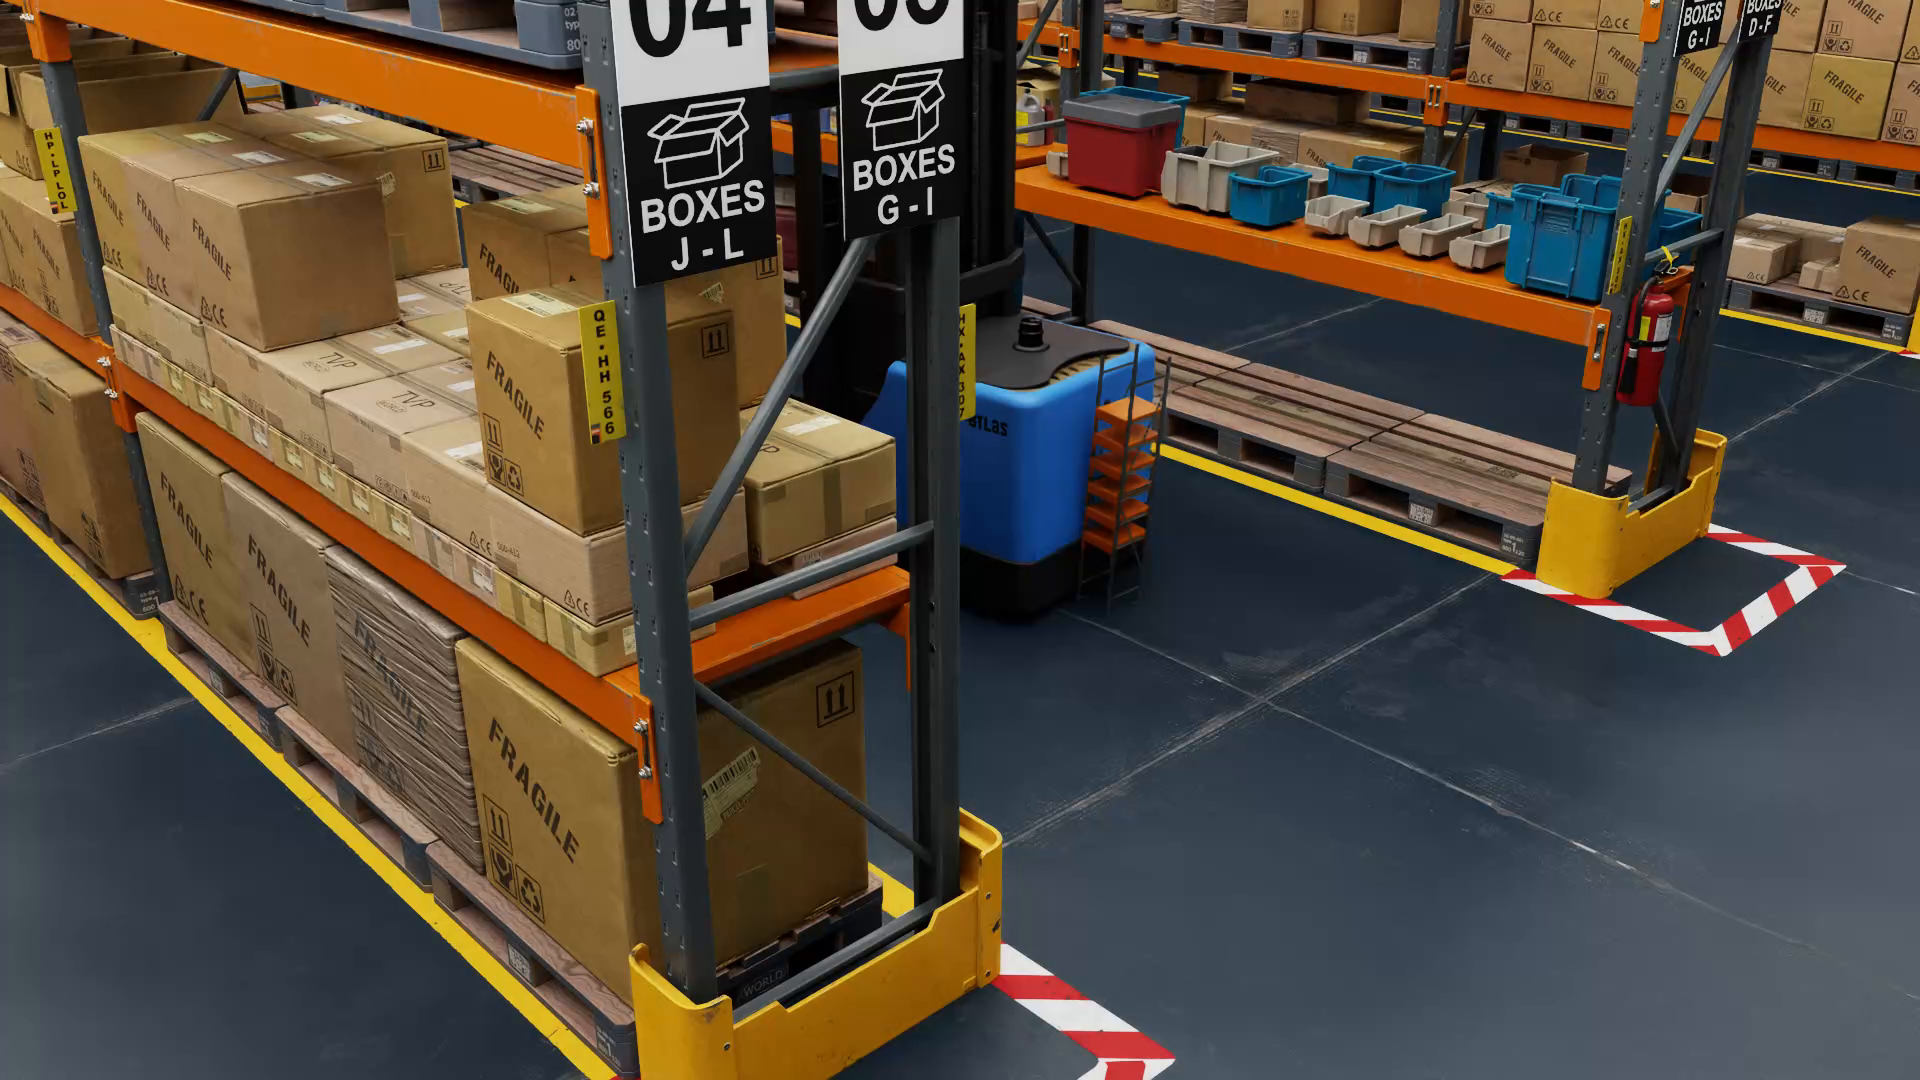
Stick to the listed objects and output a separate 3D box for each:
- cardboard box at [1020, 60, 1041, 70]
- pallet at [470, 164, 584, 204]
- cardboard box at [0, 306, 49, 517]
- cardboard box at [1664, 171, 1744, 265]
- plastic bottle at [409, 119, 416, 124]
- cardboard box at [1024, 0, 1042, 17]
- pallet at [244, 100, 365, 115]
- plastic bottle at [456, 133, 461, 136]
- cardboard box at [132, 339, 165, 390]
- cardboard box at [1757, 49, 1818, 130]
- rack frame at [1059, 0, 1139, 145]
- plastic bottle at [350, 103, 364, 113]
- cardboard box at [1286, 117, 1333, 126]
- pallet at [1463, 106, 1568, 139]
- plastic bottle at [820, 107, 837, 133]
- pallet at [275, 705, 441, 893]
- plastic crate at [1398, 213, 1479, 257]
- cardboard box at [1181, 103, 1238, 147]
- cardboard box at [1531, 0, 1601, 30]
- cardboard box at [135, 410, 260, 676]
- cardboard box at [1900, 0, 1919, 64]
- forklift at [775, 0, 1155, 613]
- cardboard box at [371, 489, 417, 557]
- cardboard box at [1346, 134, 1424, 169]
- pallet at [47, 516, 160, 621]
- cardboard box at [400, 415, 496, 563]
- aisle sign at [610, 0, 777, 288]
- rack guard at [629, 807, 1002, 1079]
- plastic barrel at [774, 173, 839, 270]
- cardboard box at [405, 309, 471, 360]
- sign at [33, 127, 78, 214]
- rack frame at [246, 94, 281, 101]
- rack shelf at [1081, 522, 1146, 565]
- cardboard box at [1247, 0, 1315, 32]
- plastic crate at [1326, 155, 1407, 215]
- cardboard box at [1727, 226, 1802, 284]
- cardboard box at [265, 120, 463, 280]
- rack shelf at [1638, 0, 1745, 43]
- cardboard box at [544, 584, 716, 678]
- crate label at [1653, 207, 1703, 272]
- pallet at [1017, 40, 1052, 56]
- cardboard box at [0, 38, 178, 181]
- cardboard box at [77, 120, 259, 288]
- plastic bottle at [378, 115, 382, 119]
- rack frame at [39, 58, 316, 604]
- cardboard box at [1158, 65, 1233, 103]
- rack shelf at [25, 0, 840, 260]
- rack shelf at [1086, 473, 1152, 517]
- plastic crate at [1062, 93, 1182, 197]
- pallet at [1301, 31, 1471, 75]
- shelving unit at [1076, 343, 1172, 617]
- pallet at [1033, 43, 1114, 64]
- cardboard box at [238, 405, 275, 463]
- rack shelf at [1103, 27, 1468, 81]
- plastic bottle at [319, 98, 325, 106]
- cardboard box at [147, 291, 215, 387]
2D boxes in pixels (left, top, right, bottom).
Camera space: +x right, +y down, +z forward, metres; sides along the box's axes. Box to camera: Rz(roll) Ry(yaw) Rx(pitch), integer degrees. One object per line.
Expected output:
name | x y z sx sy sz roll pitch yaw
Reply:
cardboard box | 0.505 -4.878 17.459 0.500 0.311 0.500 -22 33 -40
pallet | -3.588 -3.071 14.727 1.003 0.211 1.213 -21 32 -38
cardboard box | -4.203 -0.791 8.423 0.875 0.875 1.225 22 33 40
cardboard box | 5.382 -2.413 12.403 0.797 0.503 0.637 -21 32 -38
plastic bottle | -5.660 -4.479 17.117 0.144 0.351 0.185 -22 32 -39
cardboard box | 0.891 -5.414 16.610 0.500 0.311 0.500 -22 32 -39
pallet | -7.088 -4.622 18.127 1.003 0.211 1.213 -21 32 -38
plastic bottle | -4.959 -4.115 16.497 0.097 0.201 0.097 0 25 0
cardboard box | -3.000 -0.730 6.538 0.250 0.149 0.380 23 33 40
cardboard box | 5.630 -3.118 11.349 0.500 0.500 0.500 -21 32 -38
rack frame | 1.361 -5.128 15.878 1.000 3.000 0.127 -21 32 -38
plastic bottle | -5.994 -4.201 16.505 0.144 0.351 0.185 -21 32 -39
cardboard box | 3.233 -3.507 14.805 0.500 0.500 0.500 -21 32 -38
pallet | 6.288 -4.636 18.159 1.003 0.211 1.213 -21 32 -38
plastic bottle | -0.795 -2.823 10.974 0.152 0.276 0.367 -21 32 -38
pallet | -1.838 0.784 6.278 1.003 0.211 1.213 -21 32 -38
plastic crate | 2.333 -1.496 8.160 0.396 0.136 0.243 -21 32 -38
cardboard box | 2.164 -3.662 15.145 0.500 0.500 0.500 -22 32 -39
cardboard box | 4.564 -4.038 12.163 0.500 0.500 0.500 -22 33 -40
cardboard box | -2.746 -0.109 6.929 0.875 0.875 0.875 -21 32 -38
cardboard box | 6.324 -3.262 10.461 0.500 0.500 0.500 -22 32 -39
forklift | -0.545 -1.494 7.993 3.031 2.935 1.130 19 31 35
cardboard box | -1.588 -0.105 5.168 0.380 0.149 0.250 -22 33 -40
cardboard box | 3.548 -3.048 13.798 0.500 0.500 0.500 -21 32 -39
pallet | -3.722 -0.051 8.108 1.003 0.211 1.213 -21 32 -38
cardboard box | -1.276 -0.188 4.870 0.500 0.250 0.500 -22 32 -39
aisle sign | -0.575 -0.971 3.633 0.394 0.787 0.004 -21 32 -38
rack guard | -0.389 1.249 4.910 1.175 0.500 0.348 -21 32 -38
plastic barrel | -1.139 -2.333 12.149 0.600 0.588 0.708 -21 32 -38
cardboard box | -1.598 -0.650 5.883 0.500 0.250 0.500 -22 32 -39
sign | -3.529 -1.441 6.496 0.100 0.325 0.005 -21 32 -38
rack frame | -7.726 -6.148 18.113 1.000 3.000 0.127 -21 32 -38
rack shelf | 0.699 -0.002 7.476 0.258 0.103 0.180 -21 37 -38
cardboard box | 2.842 -4.671 14.248 0.500 0.500 0.700 15 28 29
plastic crate | 2.177 -1.910 8.952 0.416 0.233 0.300 -21 32 -38
cardboard box | 5.650 -2.045 11.902 0.500 0.250 0.500 -21 32 -38
cardboard box | -2.290 -1.299 6.403 0.500 0.500 0.500 -21 32 -38
rack shelf | 1.843 -2.944 8.342 1.077 0.370 4.000 -21 32 -38
cardboard box | -0.889 0.204 4.491 0.380 0.149 0.250 -20 32 -38
crate label | 3.282 -1.420 7.878 0.416 0.233 0.303 -21 32 -38
pallet | 0.917 -7.041 23.430 1.003 0.211 1.213 -21 32 -38
cardboard box | -4.042 -2.012 7.717 0.797 0.503 0.637 -21 32 -38
cardboard box | -2.998 -1.298 6.400 0.500 0.500 0.500 -21 32 -38
plastic bottle | -5.561 -3.953 16.043 0.061 0.283 0.133 -19 31 -36
rack frame | -3.139 -1.107 7.063 1.000 3.000 0.127 -21 32 -38
cardboard box | 2.213 -4.300 15.640 0.500 0.250 0.500 -20 31 -37
rack shelf | -1.772 -1.539 5.262 1.077 0.370 4.000 -21 32 -38
rack shelf | 0.712 -0.213 7.363 0.258 0.103 0.180 -21 37 -38
plastic crate | 0.904 -2.227 9.369 0.402 0.464 0.583 -21 32 -38
pallet | 3.628 -4.102 13.860 1.003 0.211 1.213 -21 32 -38
shelving unit | 0.715 -0.252 7.342 0.258 1.200 0.189 -21 37 -38
pallet | 1.755 -6.671 22.620 1.003 0.211 1.213 -21 32 -38
cardboard box | -2.293 -0.417 5.852 0.380 0.149 0.250 -21 32 -38
rack shelf | 2.728 -4.284 14.658 0.919 0.124 3.809 -21 32 -38
plastic bottle | -6.480 -4.365 16.962 0.097 0.271 0.097 0 25 0
cardboard box | -2.673 -0.806 6.225 0.500 0.250 0.500 -21 32 -39
